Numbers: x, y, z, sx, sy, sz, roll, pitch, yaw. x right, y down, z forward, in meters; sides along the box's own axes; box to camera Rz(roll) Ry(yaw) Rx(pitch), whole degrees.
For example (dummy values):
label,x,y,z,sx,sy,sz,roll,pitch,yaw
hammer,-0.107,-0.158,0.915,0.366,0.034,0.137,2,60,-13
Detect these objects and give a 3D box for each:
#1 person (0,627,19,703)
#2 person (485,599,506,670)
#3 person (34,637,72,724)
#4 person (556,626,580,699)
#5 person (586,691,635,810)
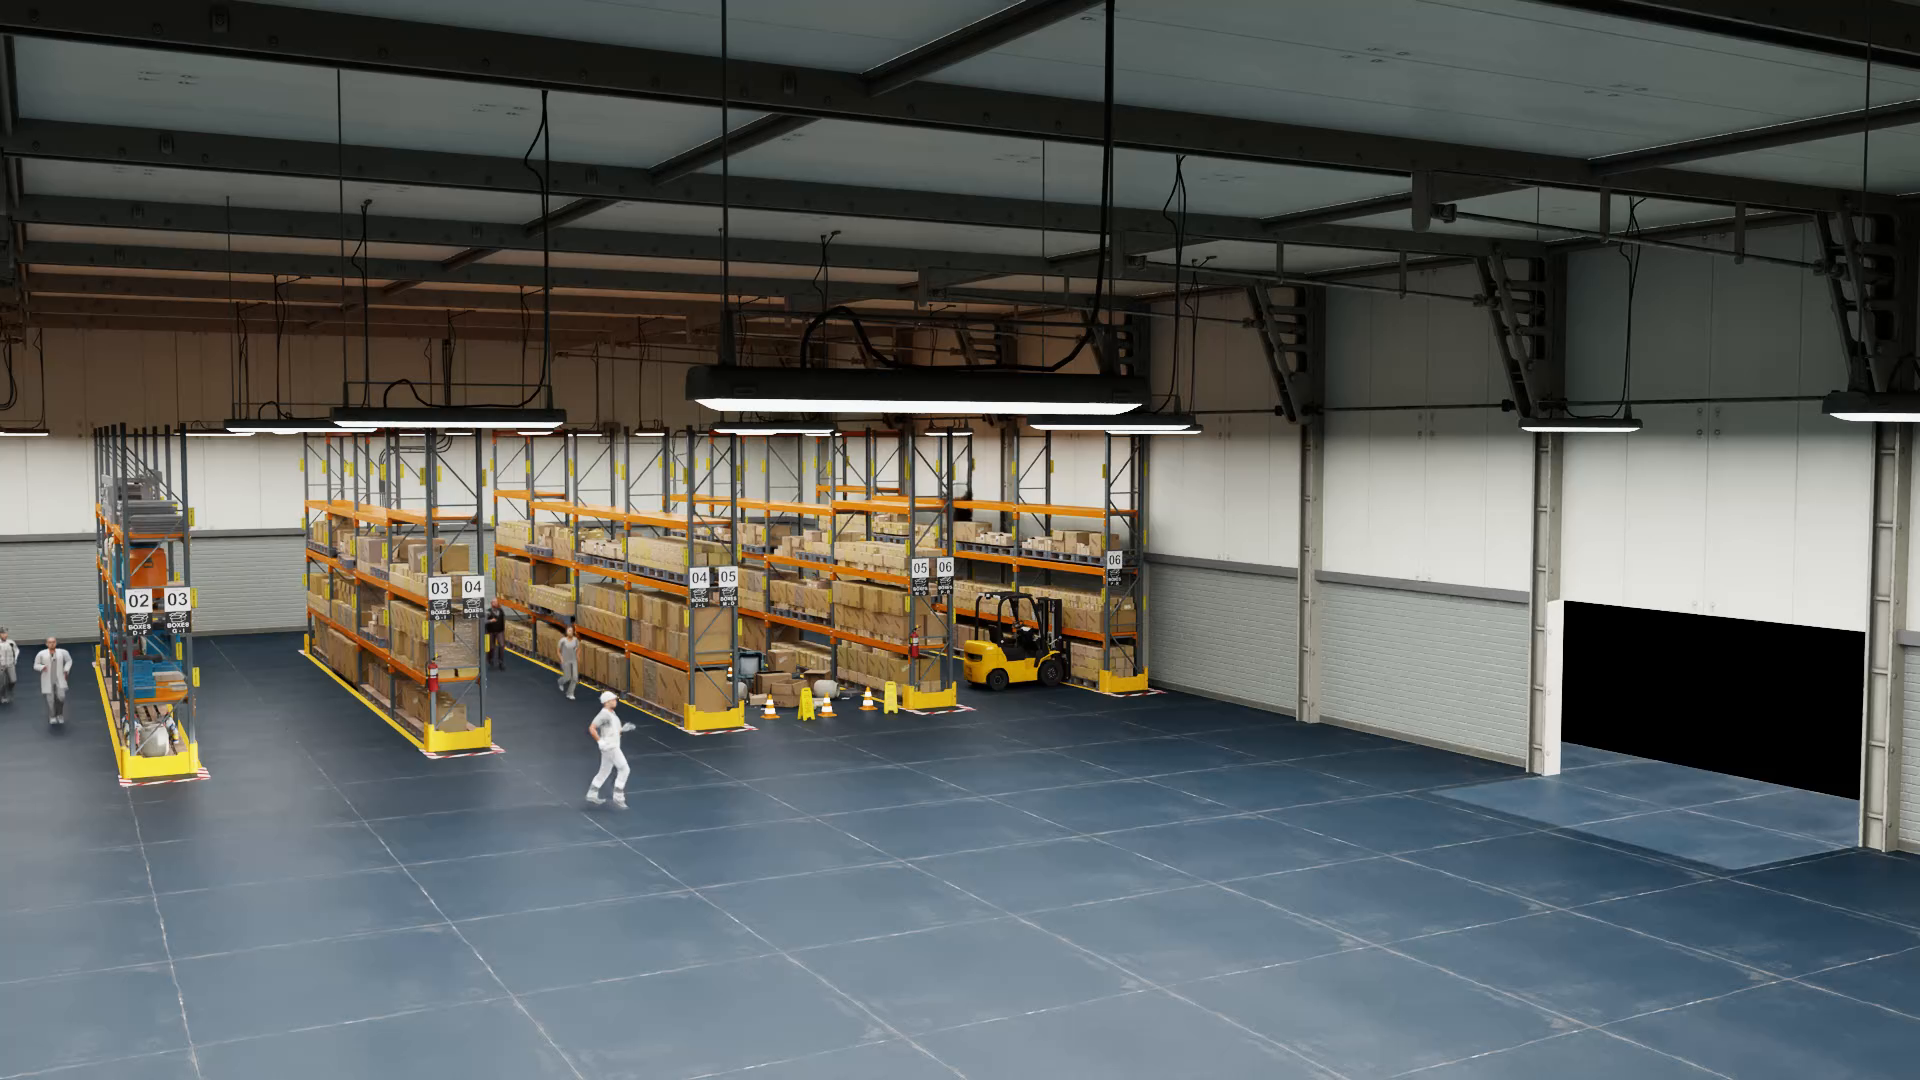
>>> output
label,x,y,z,sx,sy,sz,roll,pitch,yaw
person,-20.589,2.706,35.902,0.591,1.656,0.599,-3,4,-40
person,-11.583,2.336,41.456,0.646,1.758,0.808,-2,4,-30
person,-18.131,2.830,33.285,0.694,1.765,0.676,-2,4,-32
person,-8.671,2.692,36.788,0.550,1.621,0.622,-2,4,-35
person,-5.419,3.266,25.760,0.774,1.846,0.643,-1,4,-9
